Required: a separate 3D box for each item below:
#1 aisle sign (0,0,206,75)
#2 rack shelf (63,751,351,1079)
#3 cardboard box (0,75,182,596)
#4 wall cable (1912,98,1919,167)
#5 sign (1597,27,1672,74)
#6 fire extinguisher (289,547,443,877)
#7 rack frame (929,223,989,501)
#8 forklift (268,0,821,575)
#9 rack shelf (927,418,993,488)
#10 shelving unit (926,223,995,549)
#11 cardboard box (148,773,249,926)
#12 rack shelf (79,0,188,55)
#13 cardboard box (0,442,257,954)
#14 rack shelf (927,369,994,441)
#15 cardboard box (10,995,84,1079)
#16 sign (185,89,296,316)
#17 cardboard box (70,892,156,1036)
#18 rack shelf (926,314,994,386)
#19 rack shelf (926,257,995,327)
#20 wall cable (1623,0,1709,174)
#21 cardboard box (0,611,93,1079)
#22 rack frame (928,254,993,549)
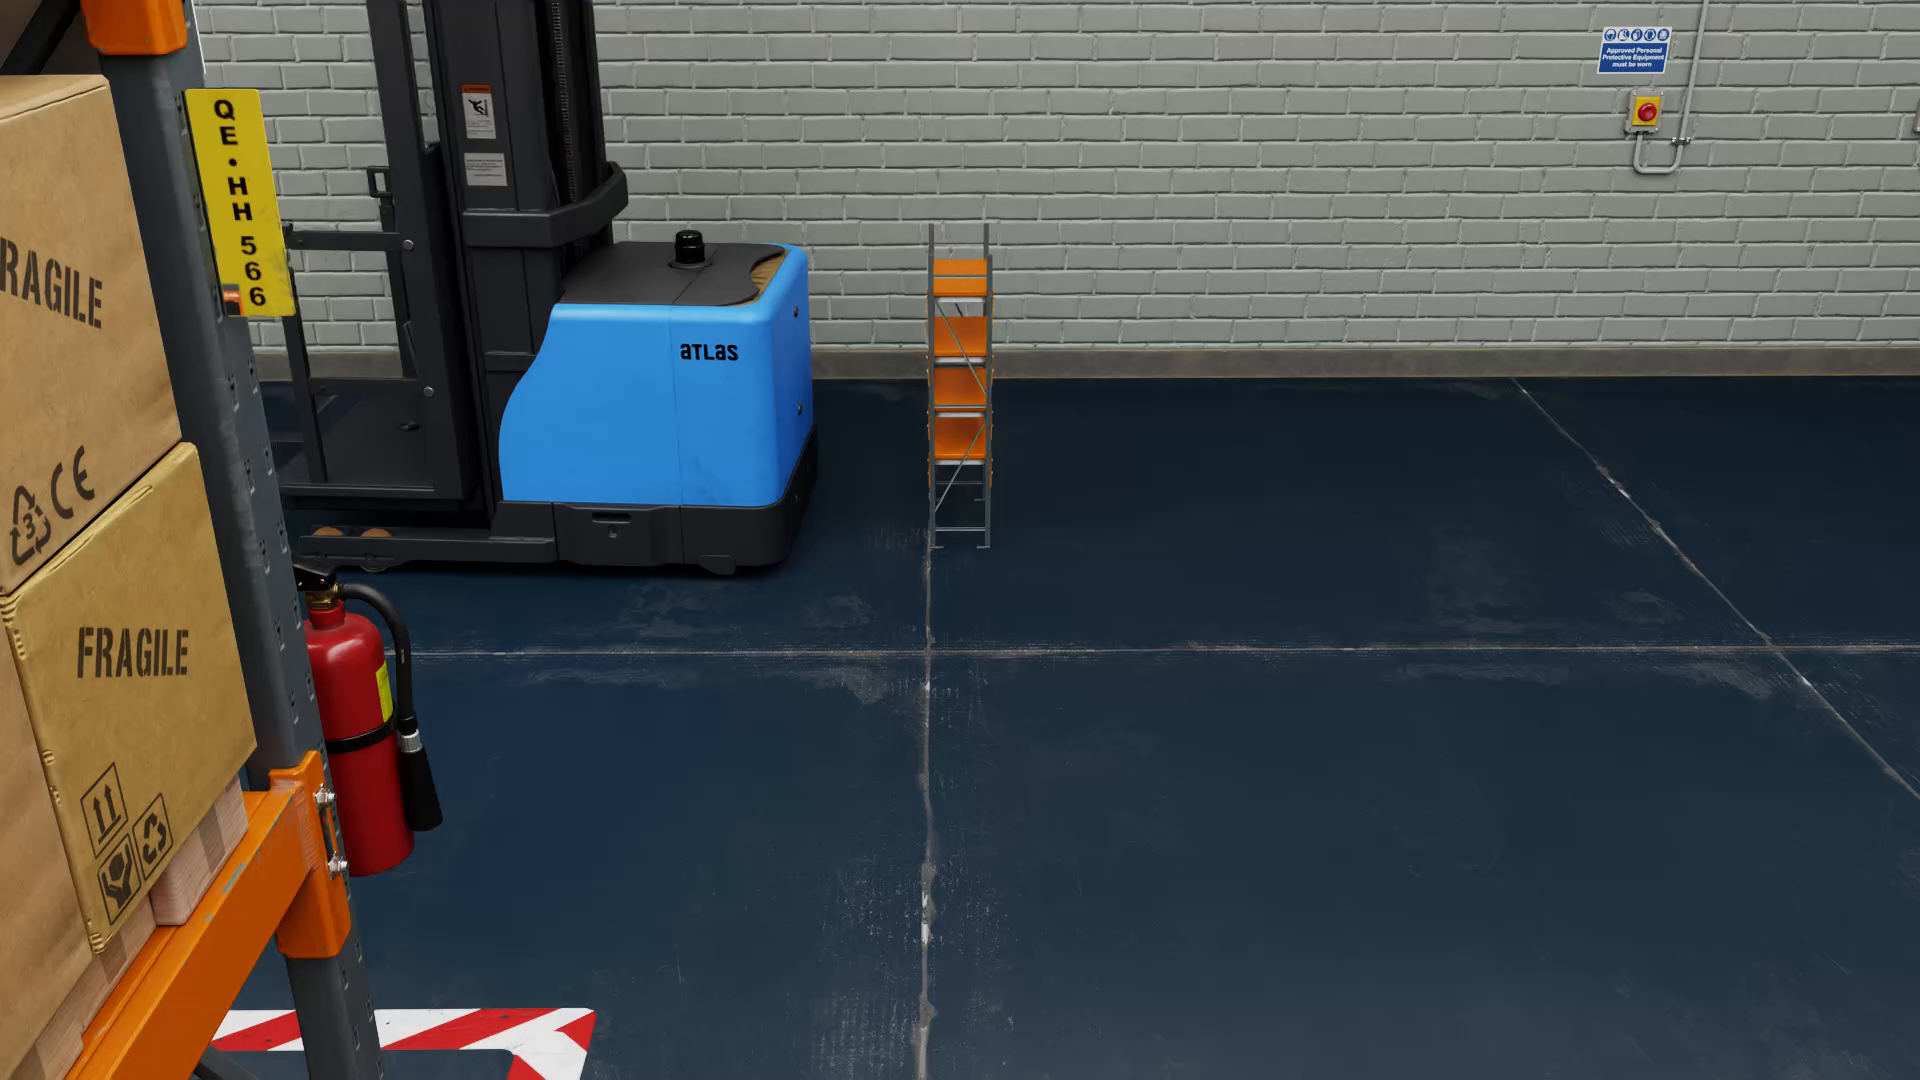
[{"bbox_3d":[-1.282,-1.028,2.228,0.394,0.787,0.004,0,24,-1],"label":"aisle sign"},{"bbox_3d":[-1.560,1.340,1.021,1.077,0.370,4.000,0,24,-1],"label":"rack shelf"},{"bbox_3d":[-1.328,-0.261,1.992,0.500,0.500,0.500,-1,24,-2],"label":"cardboard box"},{"bbox_3d":[4.700,-2.674,7.788,0.588,1.984,0.122,0,24,-1],"label":"wall cable"},{"bbox_3d":[3.233,-2.348,7.973,0.327,0.218,0.001,0,24,-1],"label":"sign"},{"bbox_3d":[-1.123,0.287,3.021,0.296,0.674,0.183,0,24,-1],"label":"fire extinguisher"},{"bbox_3d":[-0.004,-0.715,6.876,0.240,1.200,0.015,0,24,-1],"label":"rack frame"},{"bbox_3d":[-2.145,-1.424,6.343,3.031,2.935,1.130,2,24,4],"label":"forklift"},{"bbox_3d":[-0.002,-0.373,6.763,0.258,0.148,0.480,0,24,-1],"label":"rack shelf"},{"bbox_3d":[-0.002,-0.615,6.654,0.258,1.200,0.503,0,24,-1],"label":"shelving unit"},{"bbox_3d":[-1.296,0.435,2.452,0.380,0.149,0.250,0,24,0],"label":"cardboard box"},{"bbox_3d":[-1.560,-0.027,0.403,1.077,0.370,4.000,0,24,-1],"label":"rack shelf"},{"bbox_3d":[-1.319,0.191,2.206,0.500,0.500,0.500,0,24,1],"label":"cardboard box"},{"bbox_3d":[-0.002,-0.554,6.681,0.258,0.148,0.480,0,24,-1],"label":"rack shelf"},{"bbox_3d":[-1.313,0.641,1.997,0.380,0.149,0.250,0,24,-1],"label":"cardboard box"},{"bbox_3d":[-1.027,-0.478,2.378,0.100,0.325,0.005,0,24,-1],"label":"sign"},{"bbox_3d":[-1.330,0.538,2.225,0.380,0.149,0.250,0,24,-1],"label":"cardboard box"},{"bbox_3d":[-0.002,-0.757,6.589,0.258,0.148,0.480,0,24,-1],"label":"rack shelf"},{"bbox_3d":[-0.002,-0.973,6.492,0.258,0.148,0.480,0,24,-1],"label":"rack shelf"},{"bbox_3d":[3.282,-2.677,7.757,0.585,1.953,0.123,0,24,-1],"label":"wall cable"},{"bbox_3d":[-1.319,0.403,1.737,0.500,0.500,0.500,-1,24,-1],"label":"cardboard box"},{"bbox_3d":[0.001,-0.514,6.431,0.240,1.200,0.015,0,24,-1],"label":"rack frame"}]
